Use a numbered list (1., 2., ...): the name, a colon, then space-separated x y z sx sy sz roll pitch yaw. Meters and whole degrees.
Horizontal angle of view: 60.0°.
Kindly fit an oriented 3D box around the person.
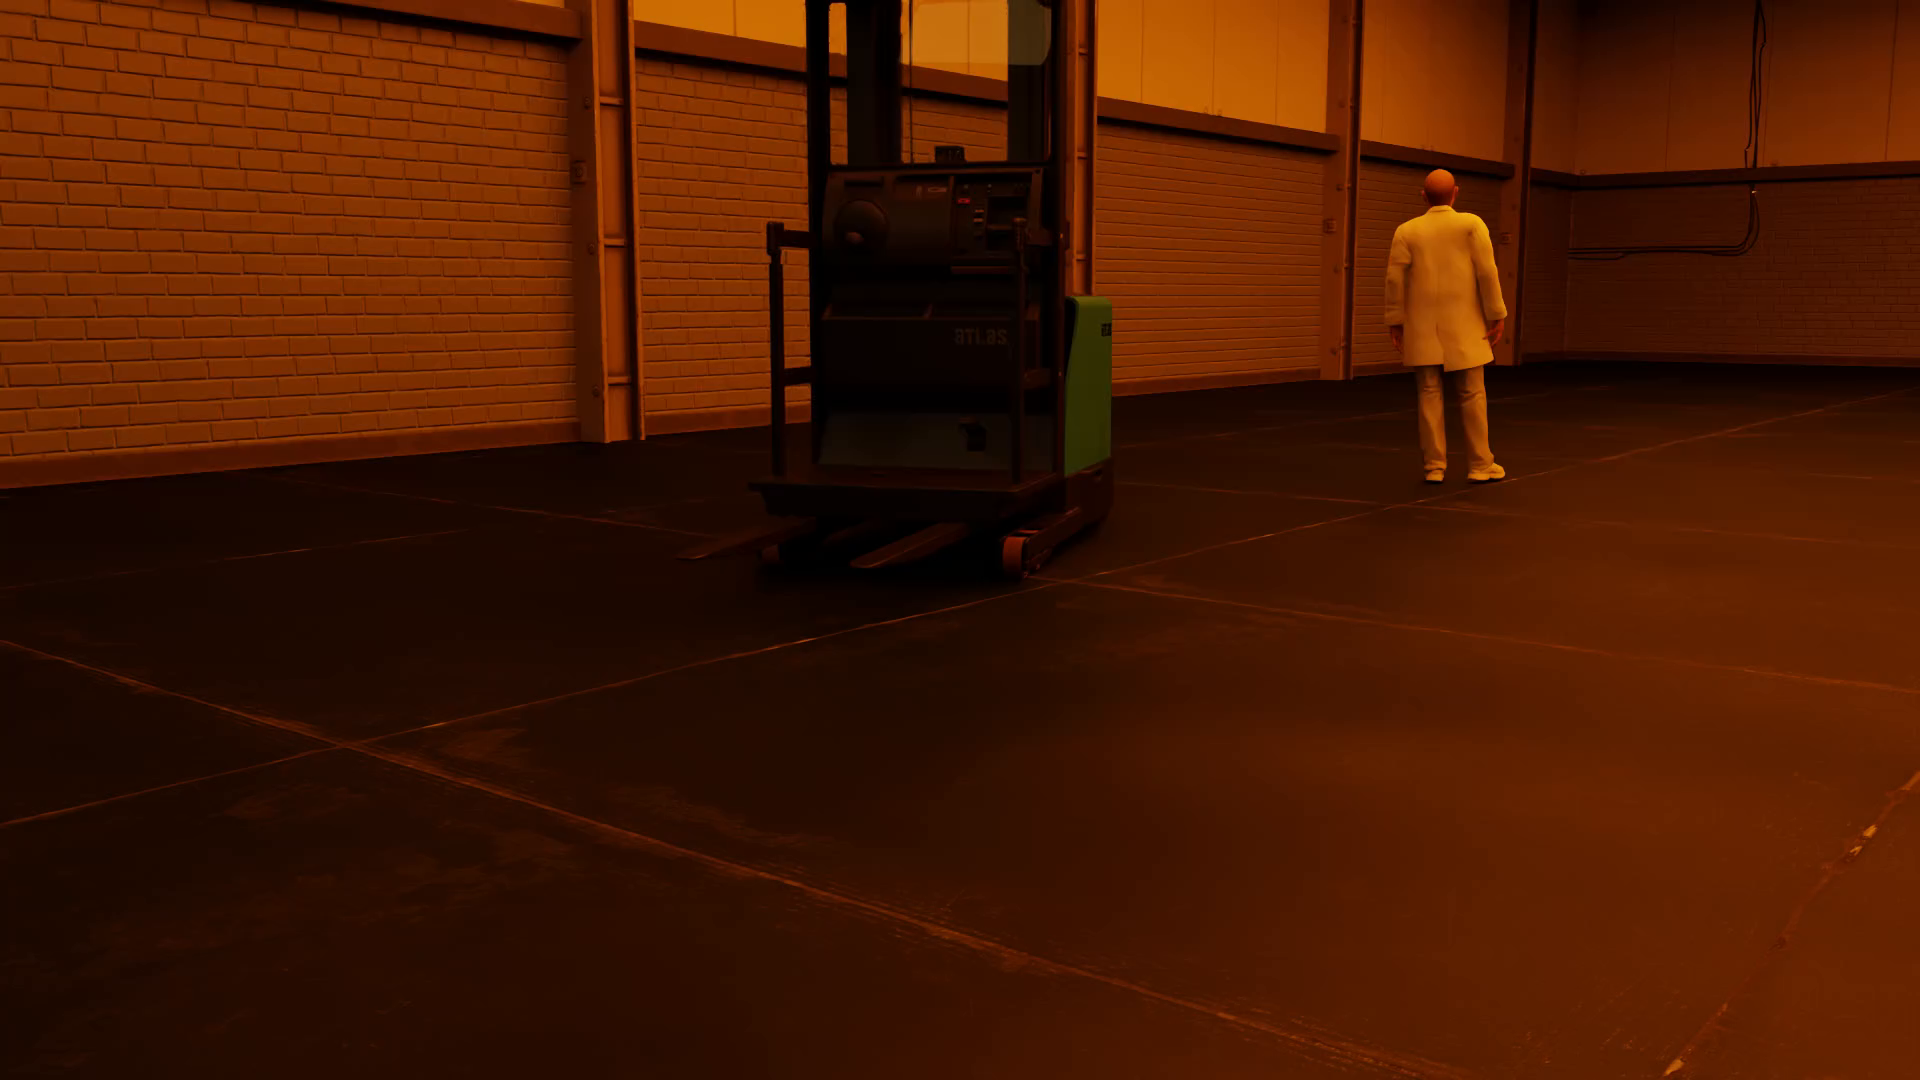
1. person: 2.829 -1.236 9.659 0.698 1.779 0.578 5 9 28

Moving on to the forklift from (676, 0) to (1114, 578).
1. forklift: -0.176 -1.366 6.616 1.130 2.935 3.031 3 9 17
